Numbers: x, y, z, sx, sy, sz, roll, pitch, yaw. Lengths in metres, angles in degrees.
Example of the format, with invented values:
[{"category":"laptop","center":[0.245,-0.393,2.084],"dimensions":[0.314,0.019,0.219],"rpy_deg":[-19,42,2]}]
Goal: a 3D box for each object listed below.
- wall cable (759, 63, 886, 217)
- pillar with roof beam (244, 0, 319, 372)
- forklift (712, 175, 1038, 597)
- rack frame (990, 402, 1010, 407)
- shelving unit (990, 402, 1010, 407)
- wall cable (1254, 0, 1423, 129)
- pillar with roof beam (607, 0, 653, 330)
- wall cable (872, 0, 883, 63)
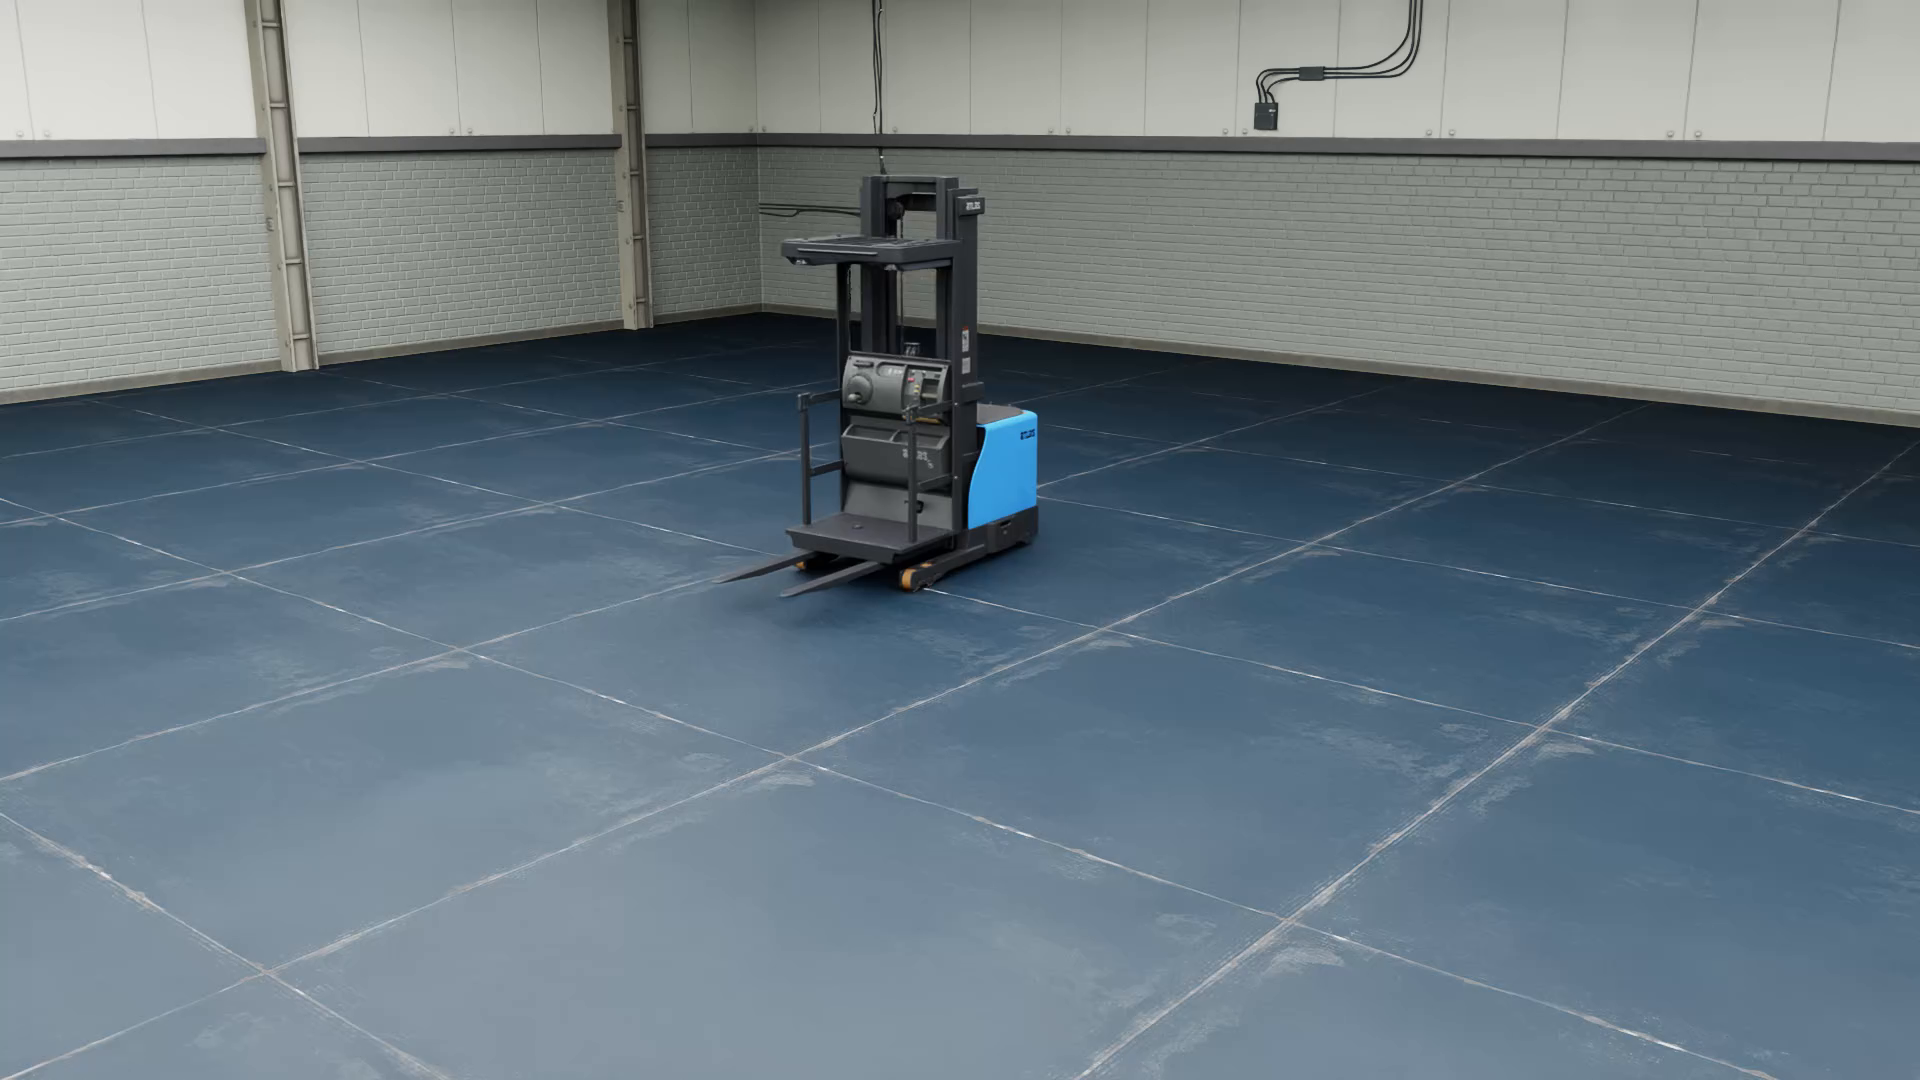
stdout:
[{"category":"wall cable","center":[-2.415,-6.708,28.060],"dimensions":[3.097,2.526,0.112],"rpy_deg":[11,18,38]},{"category":"pillar with roof beam","center":[-5.717,-6.039,19.117],"dimensions":[9.100,9.000,0.400],"rpy_deg":[11,18,38]},{"category":"forklift","center":[-0.605,-1.178,12.307],"dimensions":[1.130,2.935,3.031],"rpy_deg":[9,17,33]},{"category":"rack frame","center":[0.335,-0.636,13.993],"dimensions":[0.200,1.050,0.008],"rpy_deg":[9,17,33]},{"category":"shelving unit","center":[0.266,-0.611,13.896],"dimensions":[0.215,1.050,0.252],"rpy_deg":[9,17,33]},{"category":"wall cable","center":[4.959,-8.389,21.464],"dimensions":[2.305,6.003,0.169],"rpy_deg":[11,18,38]},{"category":"pillar with roof beam","center":[-1.946,-7.188,23.640],"dimensions":[9.100,9.000,0.400],"rpy_deg":[11,18,38]},{"category":"wall cable","center":[-0.311,-8.737,25.790],"dimensions":[3.097,2.526,0.112],"rpy_deg":[11,18,38]}]
